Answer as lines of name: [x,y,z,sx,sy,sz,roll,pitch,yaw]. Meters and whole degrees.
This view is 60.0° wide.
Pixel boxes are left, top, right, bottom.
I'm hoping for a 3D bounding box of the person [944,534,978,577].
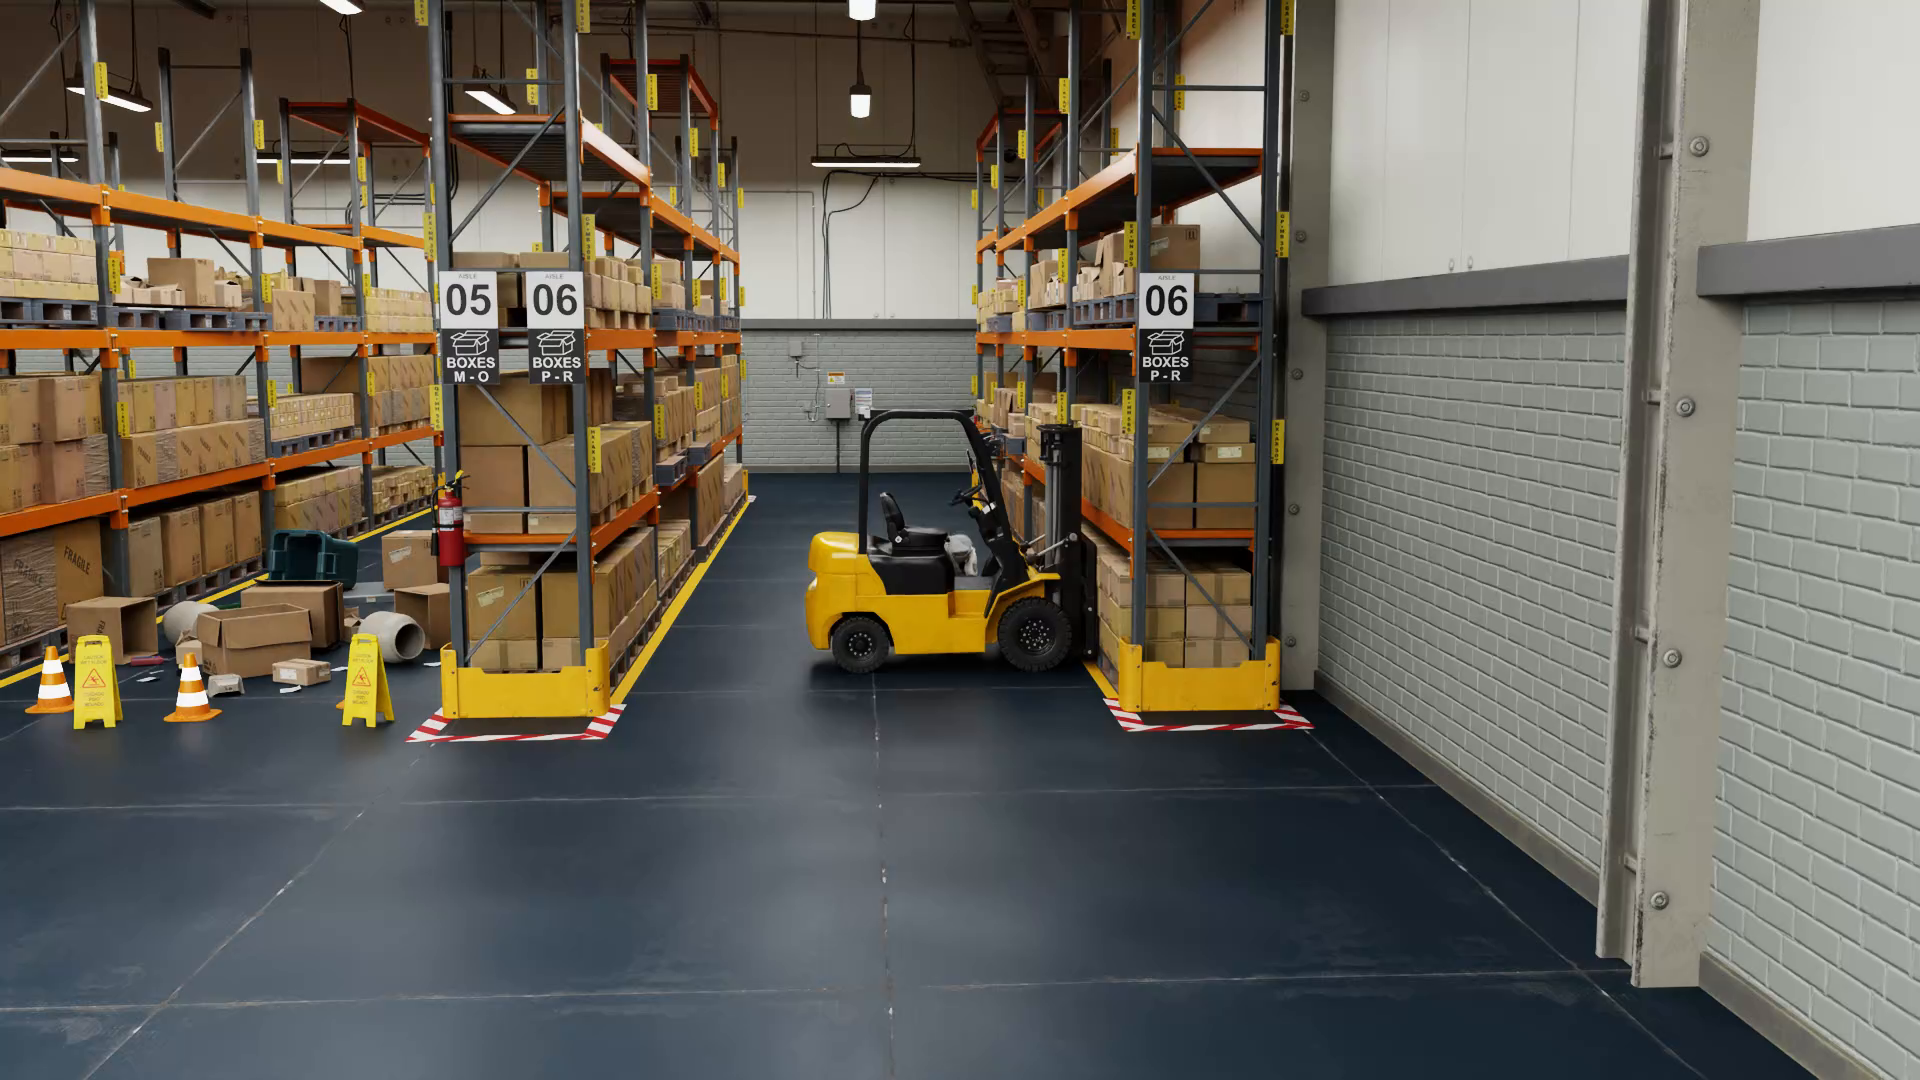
person: [-0.077,0.358,16.055,0.475,0.888,0.865,0,7,-4]
